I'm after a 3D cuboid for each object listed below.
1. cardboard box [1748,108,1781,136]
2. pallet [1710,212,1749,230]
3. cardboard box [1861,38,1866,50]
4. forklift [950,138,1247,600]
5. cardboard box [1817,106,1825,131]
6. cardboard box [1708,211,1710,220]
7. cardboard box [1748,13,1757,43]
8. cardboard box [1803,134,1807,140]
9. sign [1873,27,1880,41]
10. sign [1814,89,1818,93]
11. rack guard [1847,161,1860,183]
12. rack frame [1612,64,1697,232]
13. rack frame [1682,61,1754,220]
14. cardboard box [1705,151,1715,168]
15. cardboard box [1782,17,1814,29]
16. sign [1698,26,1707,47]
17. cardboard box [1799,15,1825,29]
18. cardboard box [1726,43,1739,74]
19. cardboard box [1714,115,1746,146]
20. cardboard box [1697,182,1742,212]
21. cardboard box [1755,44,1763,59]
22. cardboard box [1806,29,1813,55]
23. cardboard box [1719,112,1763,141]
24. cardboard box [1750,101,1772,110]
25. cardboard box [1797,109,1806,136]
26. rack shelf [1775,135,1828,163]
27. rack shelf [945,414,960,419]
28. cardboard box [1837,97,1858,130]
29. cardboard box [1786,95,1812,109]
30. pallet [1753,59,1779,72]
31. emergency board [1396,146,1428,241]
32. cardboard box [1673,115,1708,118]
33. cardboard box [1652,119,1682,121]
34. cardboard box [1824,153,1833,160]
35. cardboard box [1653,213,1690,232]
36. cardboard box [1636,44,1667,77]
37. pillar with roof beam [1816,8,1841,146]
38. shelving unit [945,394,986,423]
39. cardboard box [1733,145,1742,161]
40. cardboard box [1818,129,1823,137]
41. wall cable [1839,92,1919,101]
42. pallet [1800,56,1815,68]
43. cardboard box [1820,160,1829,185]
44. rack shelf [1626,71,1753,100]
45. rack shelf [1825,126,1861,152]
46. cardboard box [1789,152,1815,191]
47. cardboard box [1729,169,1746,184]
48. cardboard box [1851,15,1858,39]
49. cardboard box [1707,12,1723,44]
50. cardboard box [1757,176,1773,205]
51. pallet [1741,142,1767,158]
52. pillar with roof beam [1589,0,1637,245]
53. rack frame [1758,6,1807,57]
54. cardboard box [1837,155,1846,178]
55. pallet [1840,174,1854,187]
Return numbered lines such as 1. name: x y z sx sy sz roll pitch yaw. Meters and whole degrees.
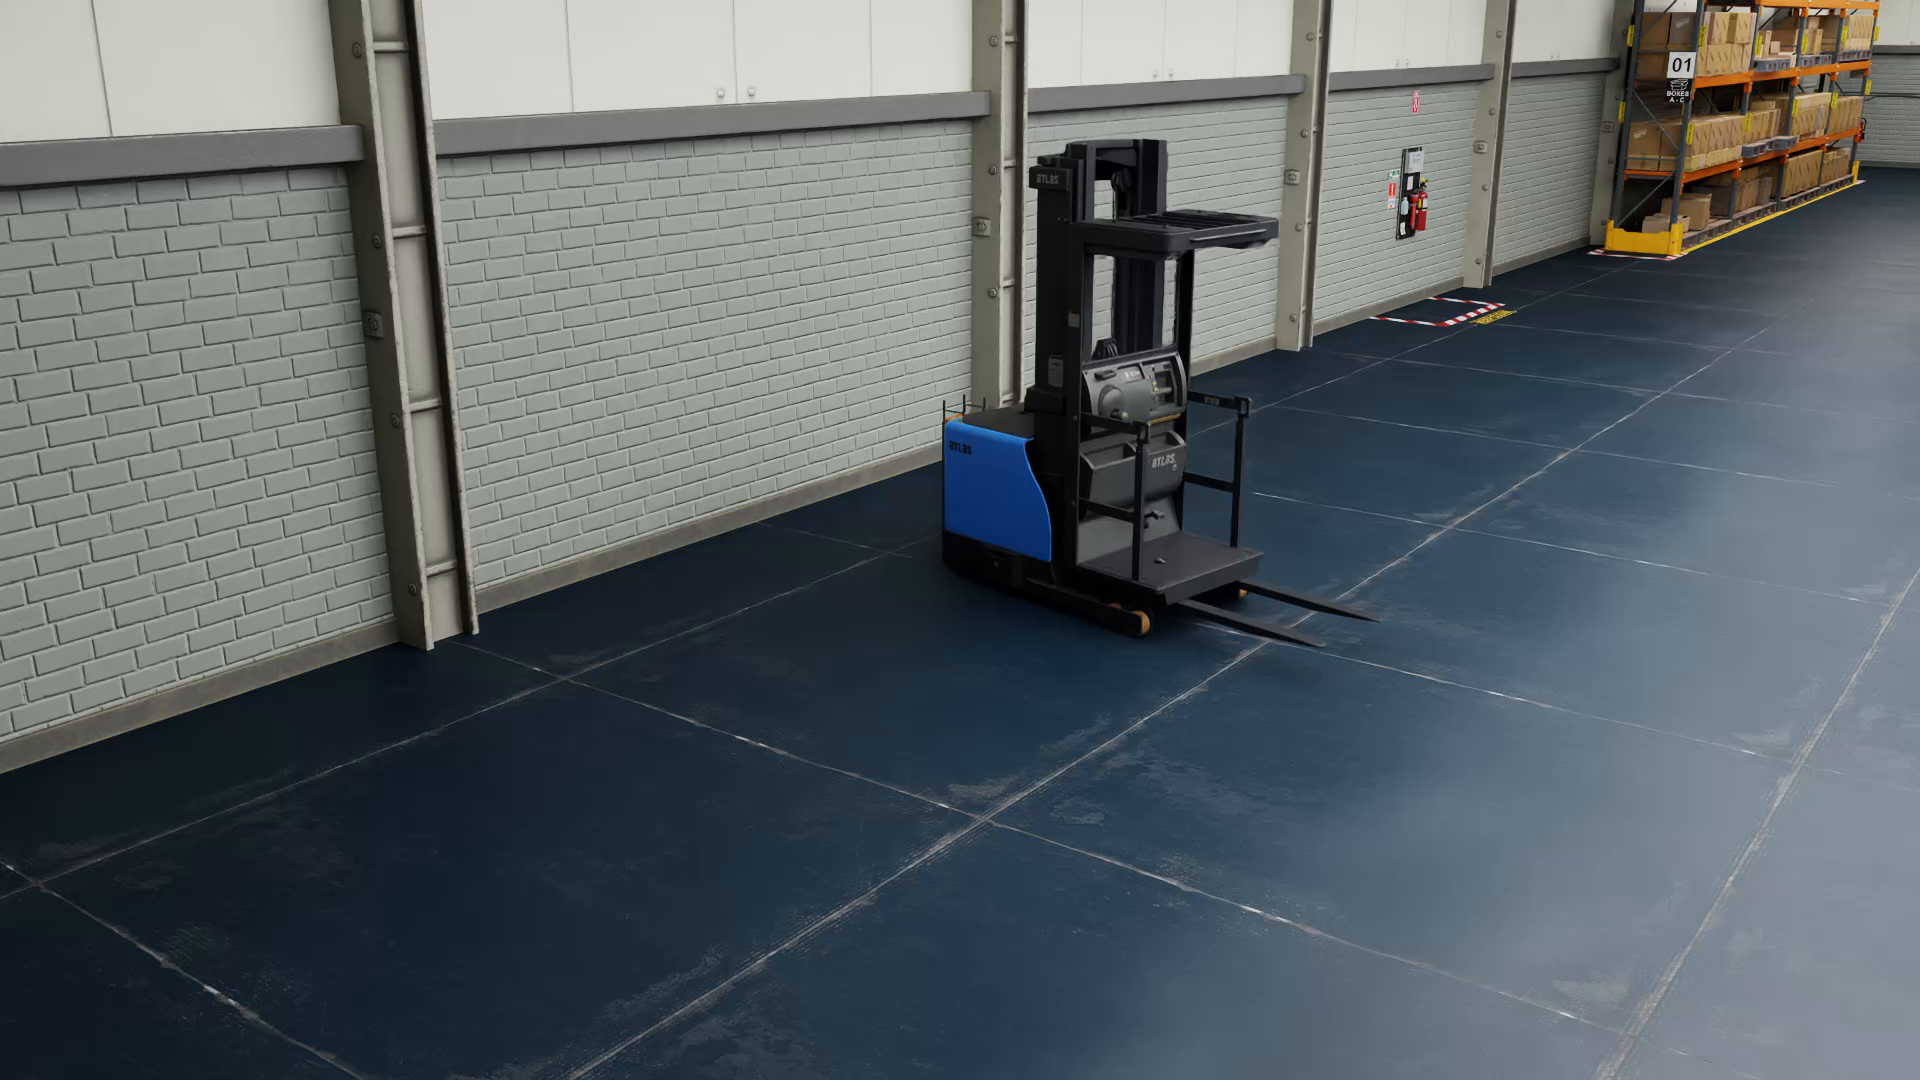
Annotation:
1. cardboard box: 15.832 -8.283 32.947 0.700 0.500 0.500 10 20 28
2. pallet: 14.184 -6.040 31.337 1.003 0.211 1.213 12 21 35
3. cardboard box: 20.339 -11.307 37.916 0.500 0.250 0.500 11 21 33
4. forklift: 24.806 -3.534 18.303 46.598 3.159 23.640 -16 23 -41
5. cardboard box: 18.119 -9.013 35.505 0.500 0.500 0.500 13 21 35
6. cardboard box: 13.426 -5.910 30.253 0.380 0.166 0.250 9 20 28
7. cardboard box: 13.640 -8.986 29.176 0.500 0.500 0.500 10 20 30
8. cardboard box: 17.554 -8.494 34.928 0.380 0.149 0.250 13 22 36
9. sign: 21.299 -11.762 38.645 0.100 0.325 0.005 12 21 35
10. sign: 20.429 -10.595 39.709 0.100 0.325 0.005 12 21 35
11. rack guard: 20.885 -8.856 39.918 1.175 0.500 0.348 12 21 35
12. rack frame: 11.338 -6.233 27.257 1.000 3.000 0.127 12 21 35
13. rack frame: 13.721 -7.186 30.325 1.000 3.000 0.127 12 21 35
14. cardboard box: 12.490 -6.477 28.264 0.500 0.250 0.500 12 21 34
15. cardboard box: 17.541 -10.819 34.793 0.500 0.250 0.500 12 21 33
16. sign: 11.773 -7.987 26.374 0.100 0.325 0.005 12 21 35
17. cardboard box: 18.716 -11.266 36.518 0.500 0.500 0.500 12 21 34
18. cardboard box: 13.007 -8.255 28.507 0.500 0.500 0.500 11 21 33
19. cardboard box: 13.688 -7.314 29.695 0.500 0.500 0.500 12 21 35
20. cardboard box: 14.414 -6.512 31.629 0.700 0.500 0.500 12 21 34
21. cardboard box: 14.478 -9.039 30.677 0.500 0.311 0.500 13 22 36
22. cardboard box: 17.245 -10.339 34.512 0.700 0.500 0.500 12 21 35
23. cardboard box: 14.758 -7.853 31.563 0.700 0.500 0.500 16 24 42
24. cardboard box: 15.743 -8.539 32.680 0.380 0.149 0.250 9 19 26
25. cardboard box: 16.919 -8.531 33.954 0.500 0.500 0.500 13 22 36
26. rack shelf: 17.296 -8.271 35.034 1.077 0.370 4.000 12 21 35
27. rack shelf: 0.032 -0.775 12.048 0.215 0.259 0.240 12 21 35
28. cardboard box: 20.151 -9.889 38.523 0.980 0.700 0.700 12 21 34
29. cardboard box: 17.196 -9.006 34.220 0.500 0.250 0.500 13 21 35
30. pallet: 14.174 -8.657 30.321 1.213 0.211 1.003 12 21 35
31. emergency board: 5.982 -4.542 21.811 0.194 1.169 0.643 12 21 35
32. cardboard box: 12.962 -7.284 29.597 0.500 0.500 0.500 12 21 34
33. cardboard box: 12.060 -6.921 28.427 0.500 0.500 0.500 12 21 33
34. cardboard box: 19.366 -8.617 37.347 0.380 0.149 0.250 13 22 37
35. cardboard box: 12.162 -5.444 28.507 0.500 0.311 0.500 15 22 39
36. cardboard box: 21.962 -7.024 24.562 20.217 0.510 10.029 14 22 39
37. pillar with roof beam: 25.242 -12.944 38.752 9.100 9.000 0.400 12 21 35
38. shelving unit: 0.033 -0.514 12.130 0.215 1.050 0.249 12 21 35
39. cardboard box: 13.682 -6.957 29.809 0.500 0.250 0.500 12 21 35
40. cardboard box: 18.382 -8.786 35.868 0.380 0.149 0.250 13 21 36
41. wall cable: 24.528 -12.710 43.234 3.097 2.526 0.112 12 21 35
42. pallet: 16.445 -9.643 33.500 1.213 0.211 1.003 14 22 37
43. cardboard box: 19.016 -8.258 37.285 0.700 0.500 0.500 13 21 35
44. rack shelf: 12.529 -7.798 28.453 1.077 0.370 4.000 12 21 35
45. rack shelf: 19.679 -9.224 38.102 1.077 0.370 4.000 12 21 35
46. cardboard box: 17.678 -7.875 35.461 0.750 0.750 0.750 13 22 36
47. cardboard box: 14.713 -6.968 31.834 0.500 0.250 0.500 12 21 33
48. cardboard box: 19.439 -11.302 36.635 0.500 0.500 0.500 12 21 34
49. cardboard box: 12.102 -8.360 27.159 0.500 0.500 0.500 12 21 34
50. cardboard box: 15.717 -6.974 33.117 0.700 0.500 0.500 13 21 35
51. pallet: 14.293 -7.250 30.857 1.003 0.211 1.213 12 21 35
52. pillar with roof beam: 14.517 -8.657 24.947 9.100 9.000 0.400 12 21 35
53. rack frame: 16.104 -11.003 32.503 1.000 3.000 0.127 12 21 35
54. cardboard box: 20.236 -8.747 38.860 0.700 0.500 0.500 12 21 35
55. pallet: 20.457 -8.508 39.285 1.003 0.211 1.213 12 21 35
